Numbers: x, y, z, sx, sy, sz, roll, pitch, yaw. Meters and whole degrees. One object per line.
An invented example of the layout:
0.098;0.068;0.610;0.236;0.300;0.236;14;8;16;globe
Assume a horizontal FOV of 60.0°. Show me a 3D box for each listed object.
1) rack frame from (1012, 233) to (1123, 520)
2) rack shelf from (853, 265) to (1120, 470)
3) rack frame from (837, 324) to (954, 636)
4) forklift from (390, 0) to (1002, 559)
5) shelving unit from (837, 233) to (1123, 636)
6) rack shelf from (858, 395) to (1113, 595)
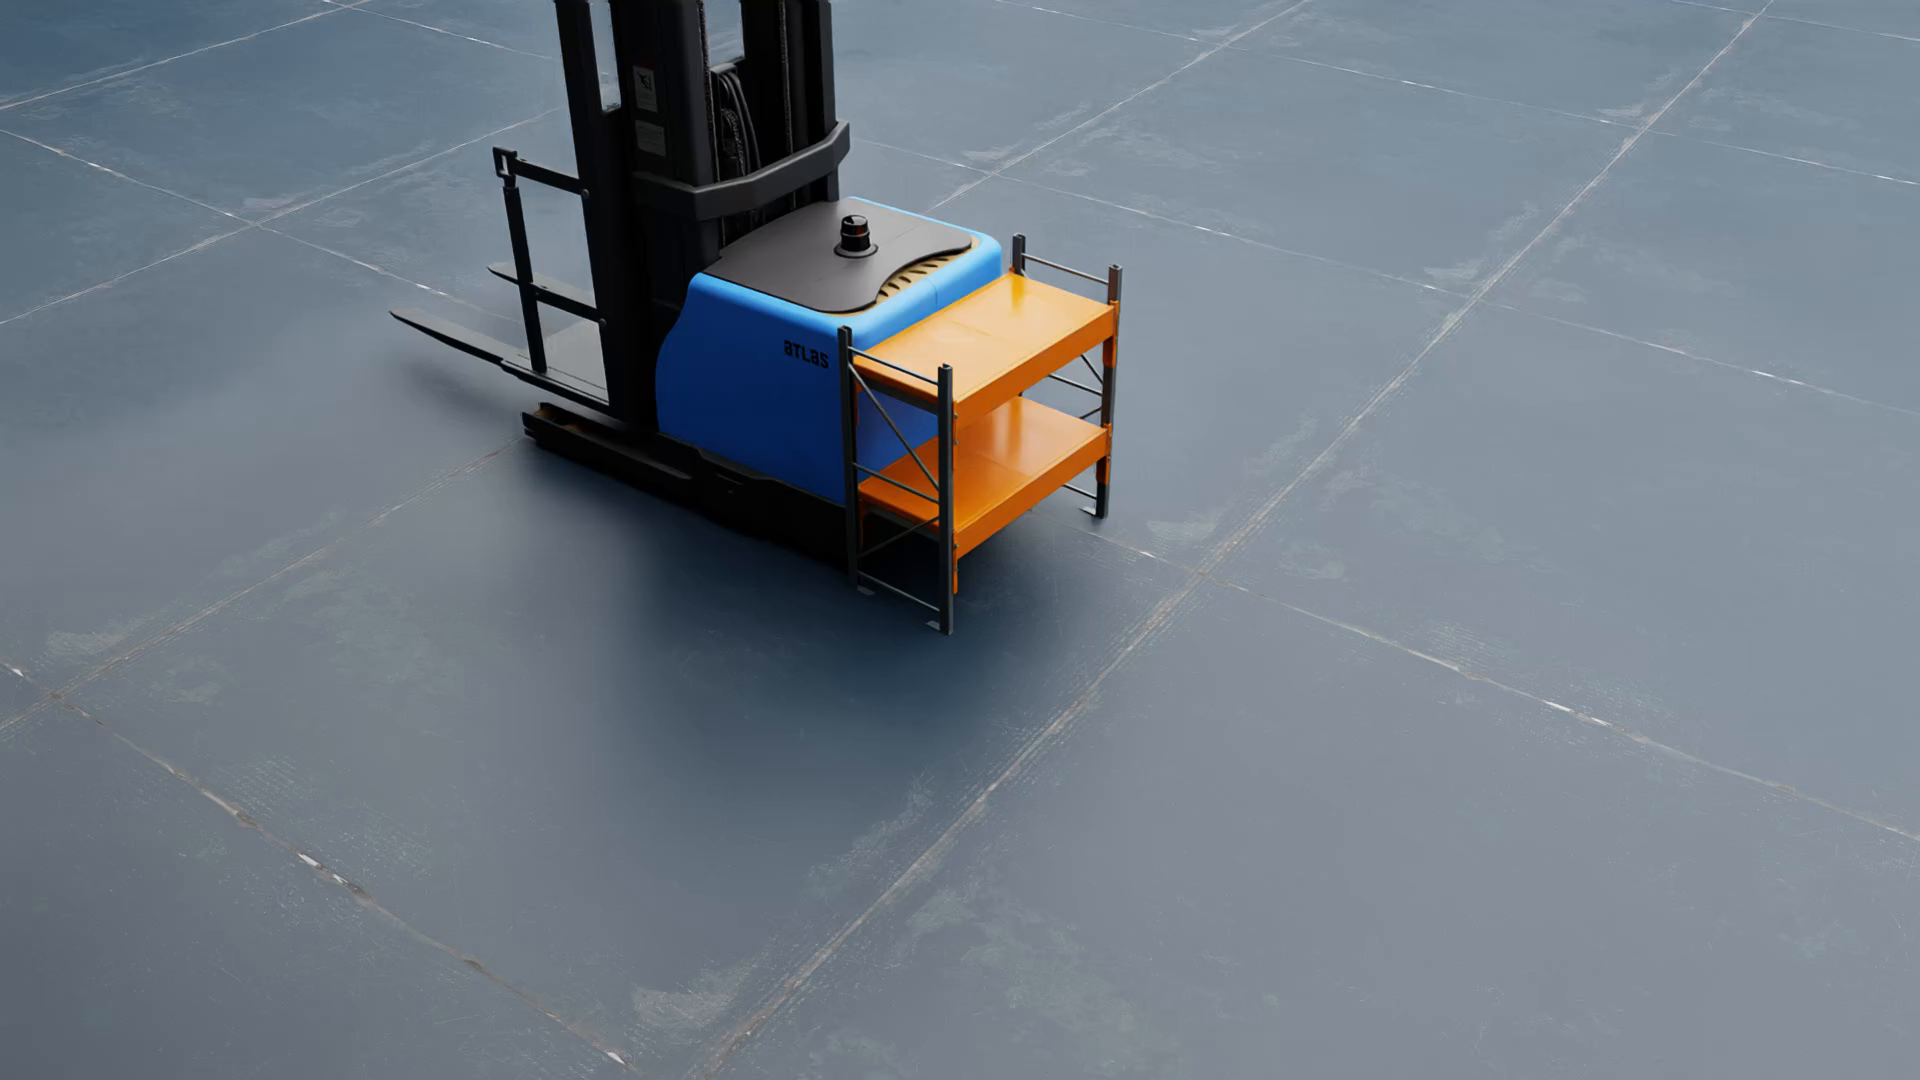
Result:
0.410;-0.645;6.699;0.500;1.125;0.032;24;41;31;rack frame
0.091;-0.665;6.207;0.538;0.278;1.000;24;41;31;rack shelf
-0.228;-0.201;6.043;0.500;1.125;0.032;24;41;31;rack frame
-1.313;-1.787;6.777;3.031;2.935;1.130;22;40;29;forklift
0.091;-0.423;6.371;0.538;1.125;1.048;24;41;31;shelving unit
0.091;-0.220;6.508;0.538;0.278;1.000;24;41;31;rack shelf
